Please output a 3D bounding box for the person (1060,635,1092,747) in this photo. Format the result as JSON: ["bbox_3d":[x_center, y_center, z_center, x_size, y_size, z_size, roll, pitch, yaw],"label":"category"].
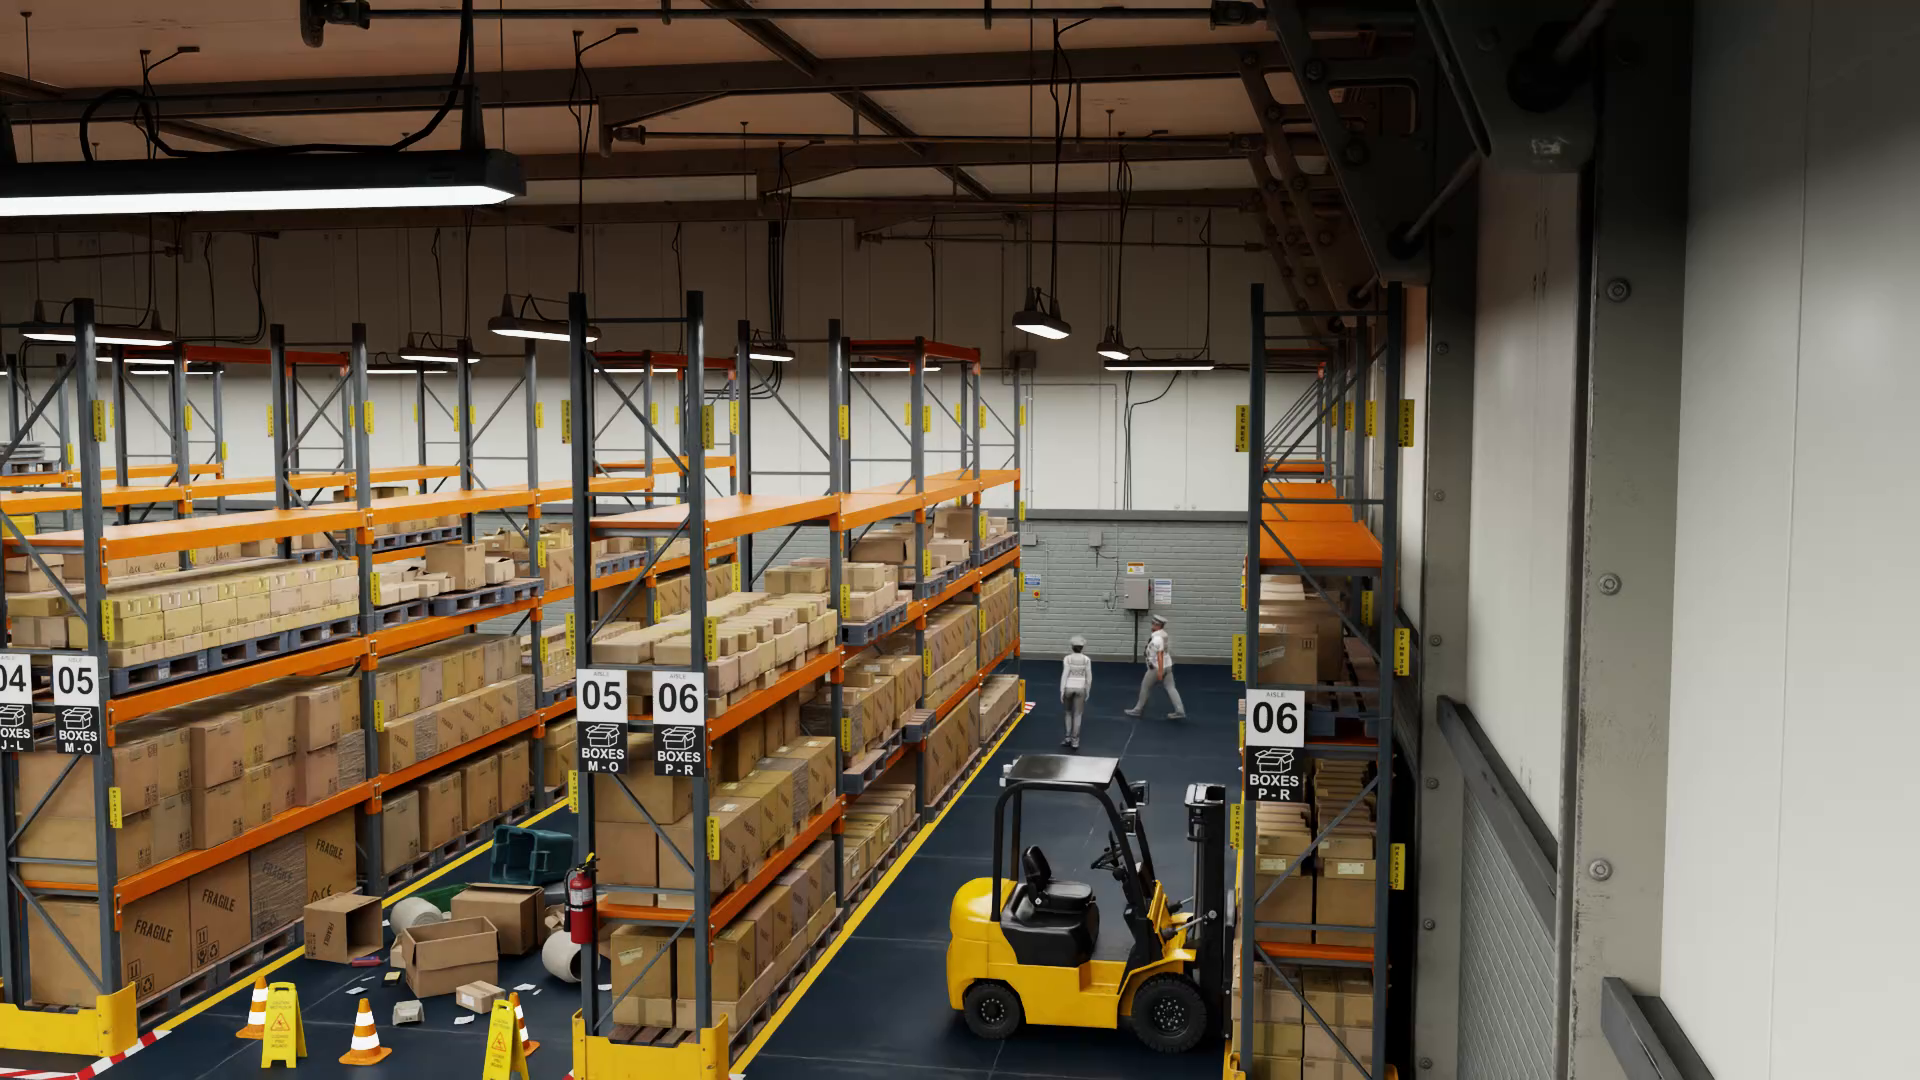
[{"bbox_3d":[1.761,2.323,25.223,0.484,1.744,0.580,0,5,4],"label":"person"}]

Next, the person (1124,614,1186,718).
[{"bbox_3d":[3.267,2.080,27.504,1.061,1.705,0.532,4,6,39],"label":"person"}]
